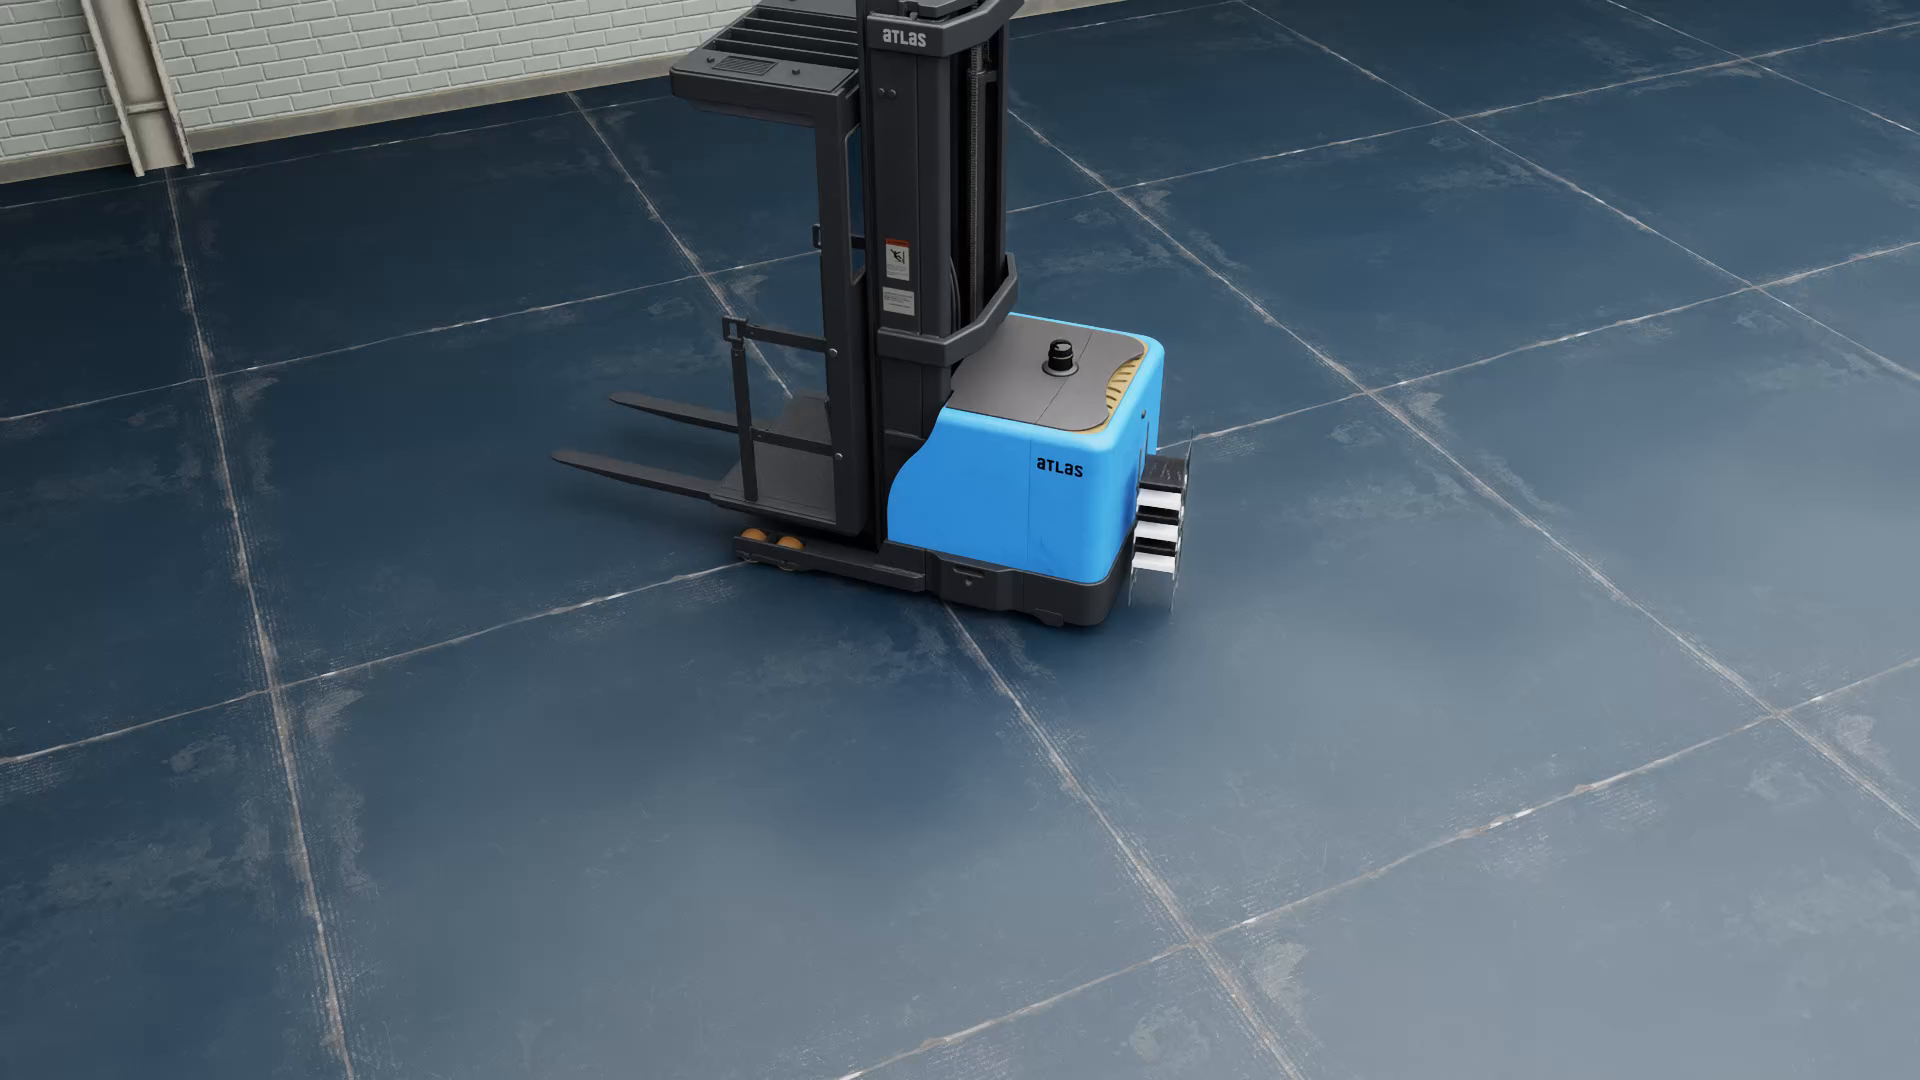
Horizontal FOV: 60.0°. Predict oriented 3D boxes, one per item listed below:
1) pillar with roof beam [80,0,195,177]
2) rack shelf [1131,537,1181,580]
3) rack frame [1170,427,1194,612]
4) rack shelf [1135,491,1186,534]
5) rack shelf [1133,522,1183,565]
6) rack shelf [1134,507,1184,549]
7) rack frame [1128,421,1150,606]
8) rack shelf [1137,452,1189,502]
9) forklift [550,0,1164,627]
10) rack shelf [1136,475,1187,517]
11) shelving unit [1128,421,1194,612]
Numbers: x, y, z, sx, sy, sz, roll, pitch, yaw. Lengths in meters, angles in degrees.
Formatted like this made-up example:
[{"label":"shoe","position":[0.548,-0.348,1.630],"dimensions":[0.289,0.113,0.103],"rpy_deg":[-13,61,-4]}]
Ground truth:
[{"label":"pillar with roof beam","position":[-3.953,-4.024,6.265],"dimensions":[0.400,9.000,9.100],"rpy_deg":[-16,39,-20]},{"label":"rack shelf","position":[0.935,0.071,7.900],"dimensions":[0.200,0.077,0.258],"rpy_deg":[8,37,11]},{"label":"rack frame","position":[1.034,-0.086,7.754],"dimensions":[0.006,0.900,0.240],"rpy_deg":[8,37,11]},{"label":"rack shelf","position":[0.935,-0.146,7.740],"dimensions":[0.200,0.077,0.258],"rpy_deg":[8,37,11]},{"label":"rack shelf","position":[0.935,-0.002,7.847],"dimensions":[0.200,0.077,0.258],"rpy_deg":[8,37,11]},{"label":"rack shelf","position":[0.935,-0.074,7.793],"dimensions":[0.200,0.077,0.258],"rpy_deg":[8,37,11]},{"label":"rack frame","position":[0.837,-0.115,7.793],"dimensions":[0.006,0.900,0.240],"rpy_deg":[8,37,11]},{"label":"rack shelf","position":[0.935,-0.291,7.632],"dimensions":[0.200,0.077,0.258],"rpy_deg":[8,37,11]},{"label":"forklift","position":[-0.590,-1.307,7.694],"dimensions":[3.031,2.935,1.130],"rpy_deg":[12,38,16]},{"label":"rack shelf","position":[0.935,-0.218,7.686],"dimensions":[0.200,0.077,0.258],"rpy_deg":[8,37,11]},{"label":"shelving unit","position":[0.935,-0.101,7.773],"dimensions":[0.210,0.900,0.258],"rpy_deg":[8,37,11]}]
